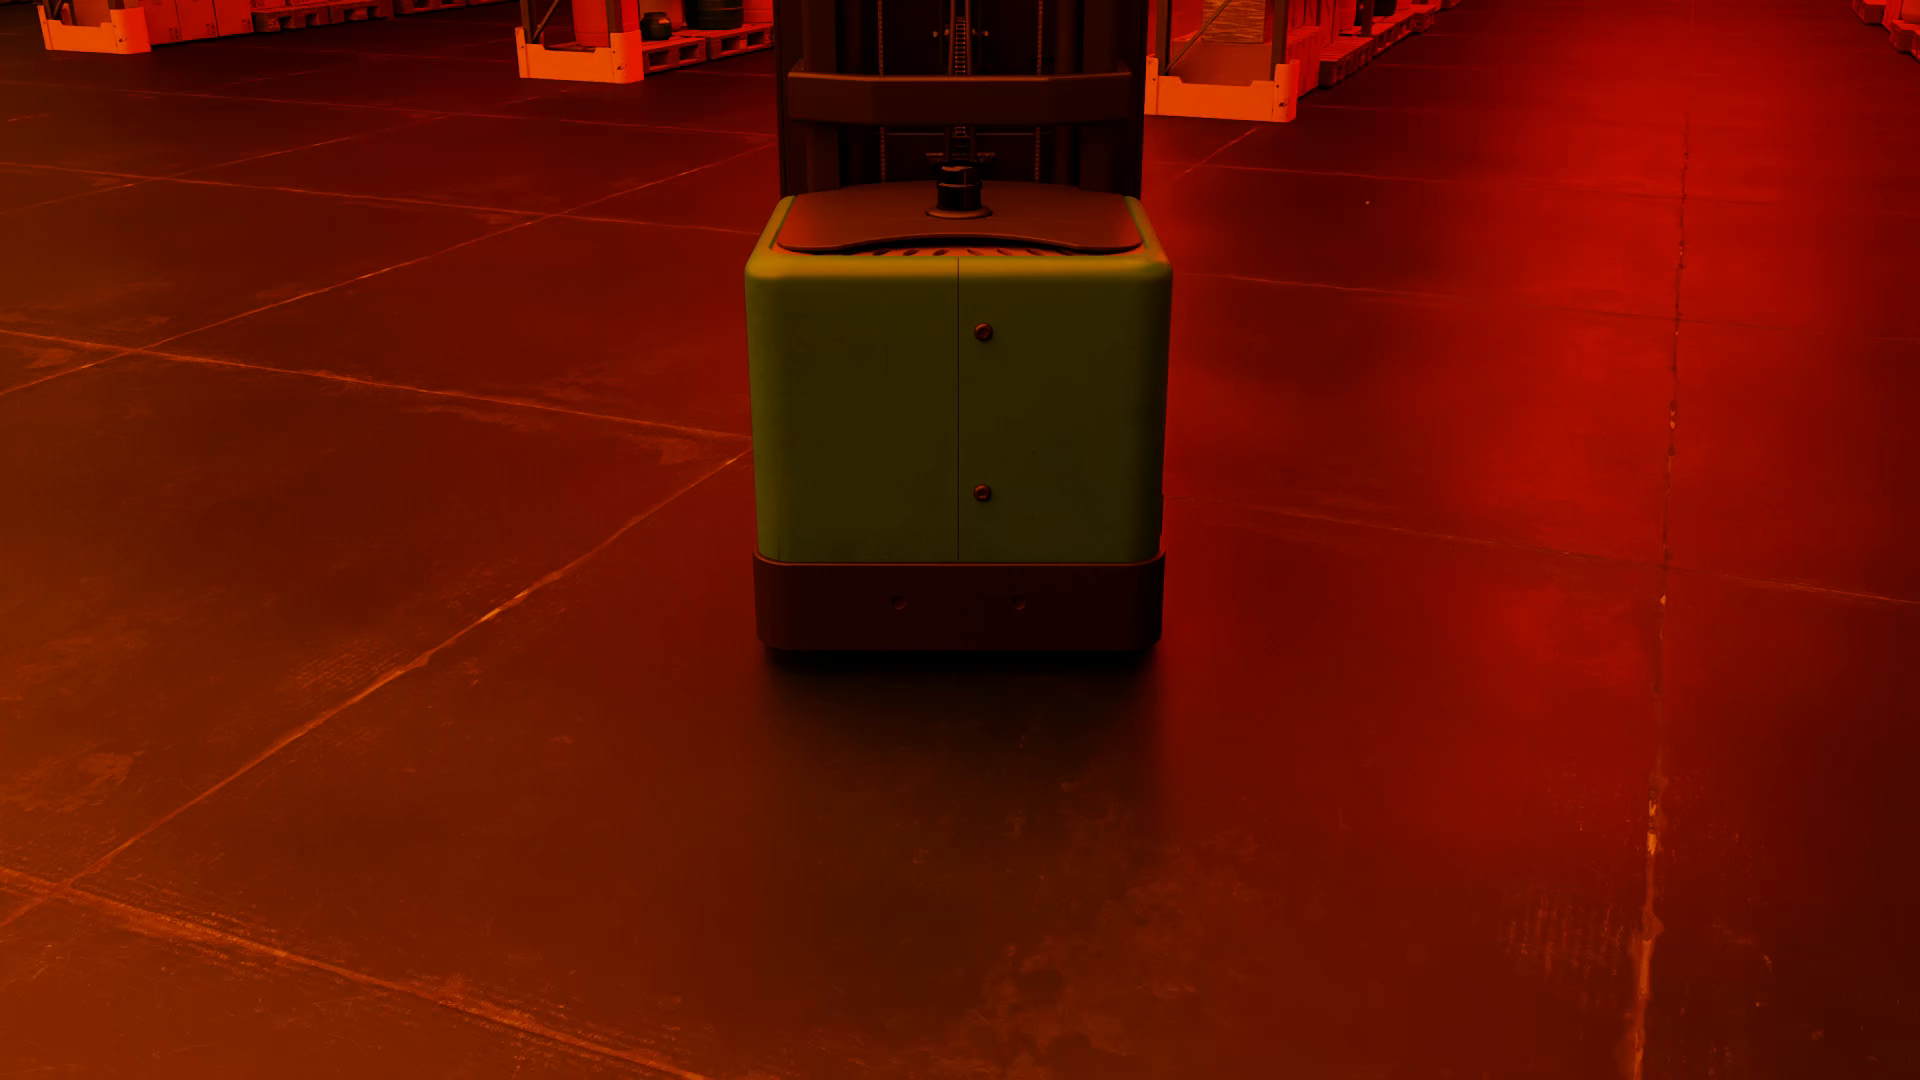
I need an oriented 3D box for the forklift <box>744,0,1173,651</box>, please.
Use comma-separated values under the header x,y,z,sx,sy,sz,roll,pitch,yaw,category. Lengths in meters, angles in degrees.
x,y,z,sx,sy,sz,roll,pitch,yaw,category
0.002,-1.587,5.089,1.130,2.935,3.031,0,23,0,forklift
